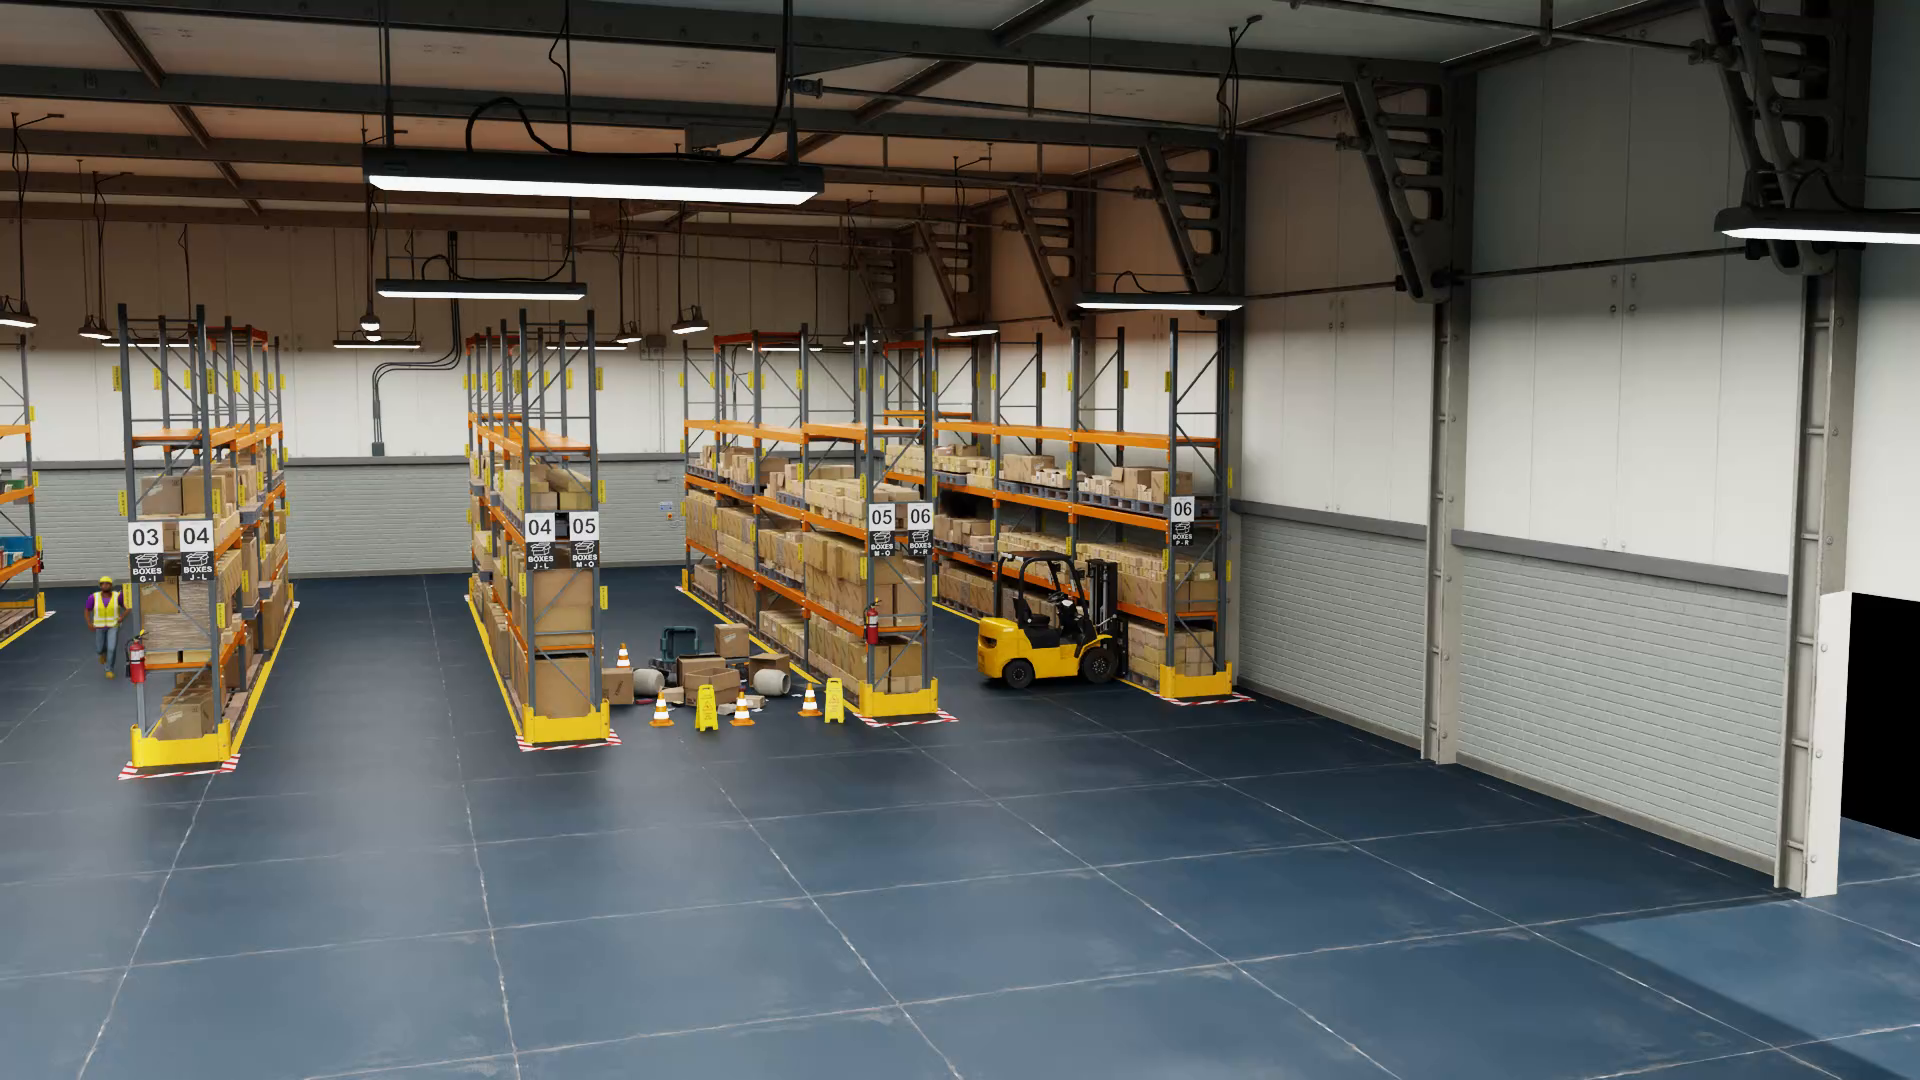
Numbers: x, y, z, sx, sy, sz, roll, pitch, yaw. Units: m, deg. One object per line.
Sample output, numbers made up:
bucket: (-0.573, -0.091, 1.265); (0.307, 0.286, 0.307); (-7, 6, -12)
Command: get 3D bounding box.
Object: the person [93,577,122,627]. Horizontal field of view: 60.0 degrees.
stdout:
person: (-14.524, 1.063, 28.293); (0.436, 0.883, 0.334); (-2, 6, -19)
